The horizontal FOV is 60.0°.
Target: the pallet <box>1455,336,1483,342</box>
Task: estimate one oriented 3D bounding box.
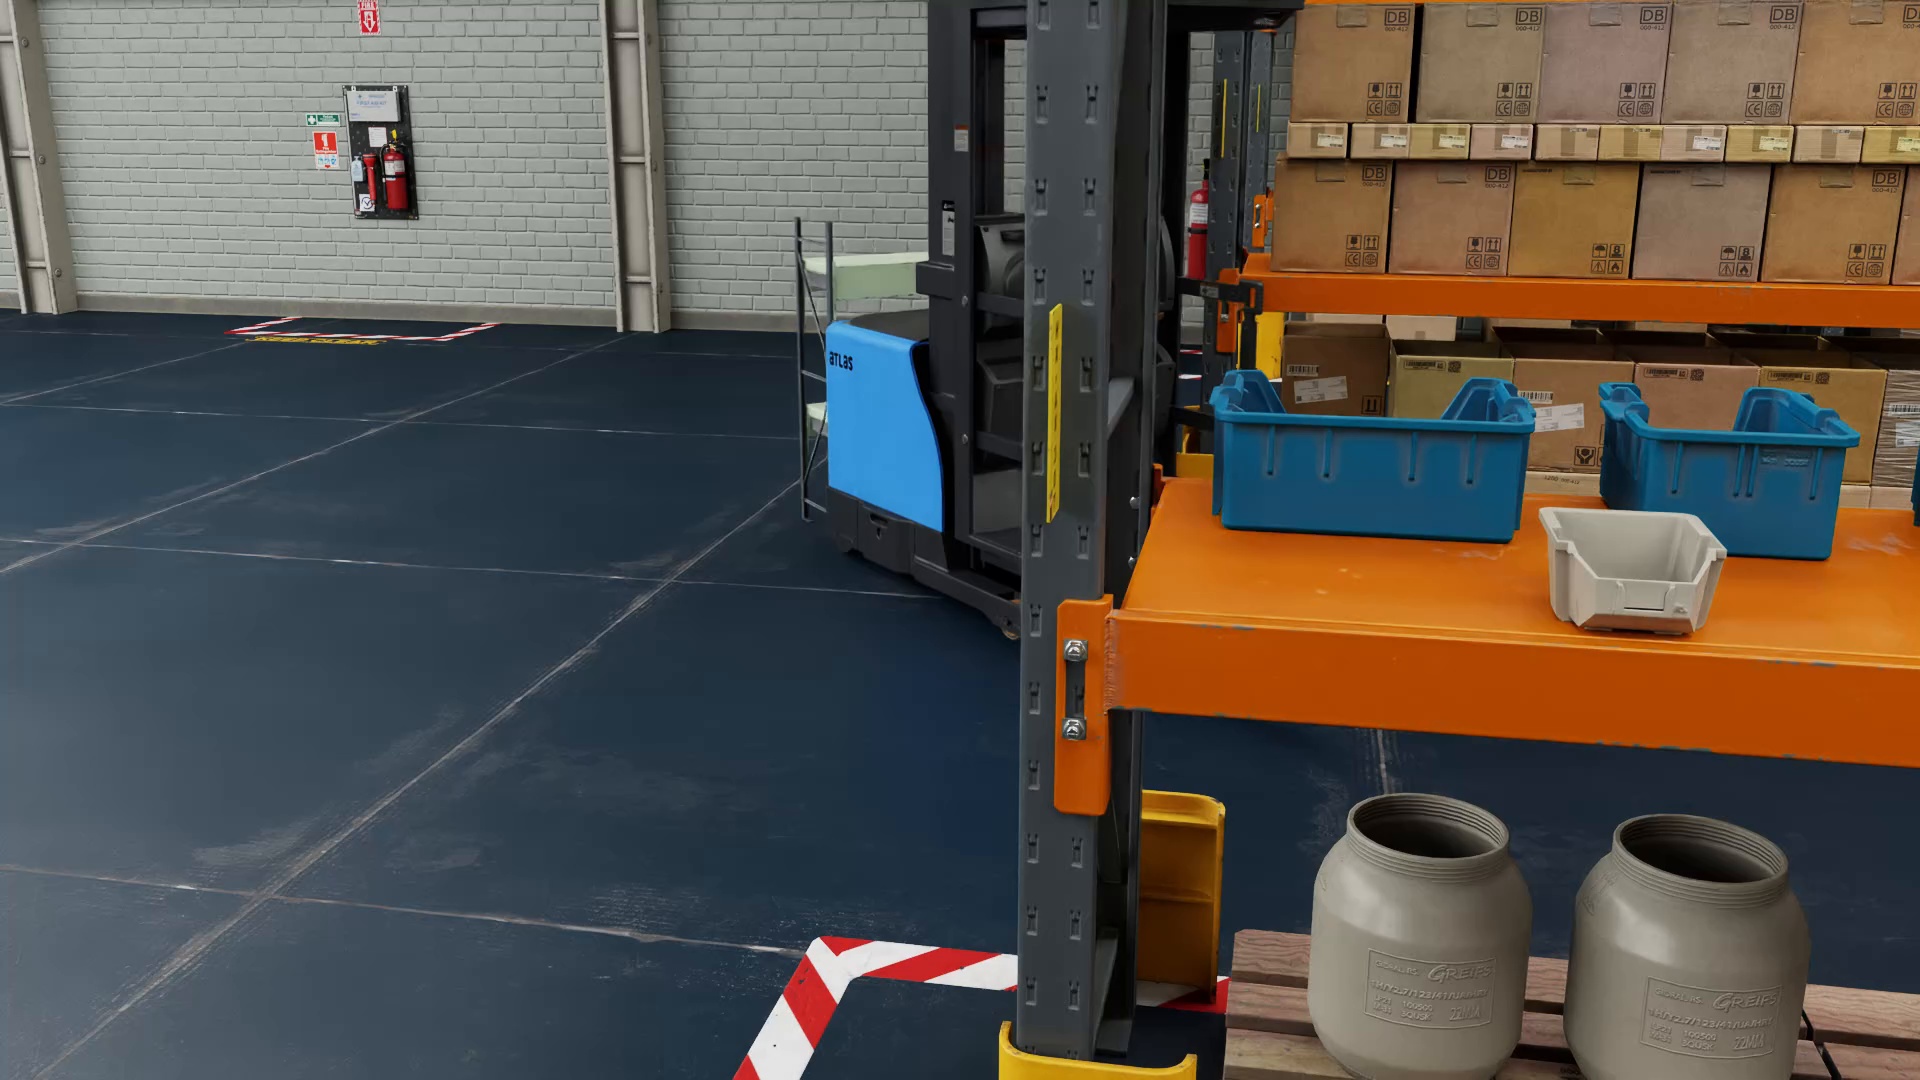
[{"bbox_3d":[4.289,-1.330,12.400,1.213,0.211,1.003,3,16,11],"label":"pallet"}]

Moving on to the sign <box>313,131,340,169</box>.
[{"bbox_3d":[-5.723,-3.520,15.012,0.234,0.329,0.001,3,16,11],"label":"sign"}]

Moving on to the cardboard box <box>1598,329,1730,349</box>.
[{"bbox_3d":[3.307,-0.712,7.902,0.500,0.500,0.500,3,16,11],"label":"cardboard box"}]

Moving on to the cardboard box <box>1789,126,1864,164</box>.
[{"bbox_3d":[3.616,-1.675,7.016,0.250,0.149,0.380,4,16,13],"label":"cardboard box"}]

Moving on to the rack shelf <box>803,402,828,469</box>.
[{"bbox_3d":[-0.370,-0.515,8.264,0.720,0.370,0.431,-8,18,-28],"label":"rack shelf"}]

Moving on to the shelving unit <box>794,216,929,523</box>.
[{"bbox_3d":[-0.370,-0.829,8.177,0.755,1.500,0.431,-8,18,-28],"label":"shelving unit"}]

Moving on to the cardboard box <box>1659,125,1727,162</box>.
[{"bbox_3d":[3.097,-1.702,7.114,0.250,0.149,0.380,3,16,12],"label":"cardboard box"}]

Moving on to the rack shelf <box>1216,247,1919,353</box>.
[{"bbox_3d":[3.210,-1.047,7.501,4.000,0.370,1.077,3,16,11],"label":"rack shelf"}]

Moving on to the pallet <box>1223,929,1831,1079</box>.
[{"bbox_3d":[1.138,1.176,3.353,1.213,0.211,1.003,3,16,11],"label":"pallet"}]

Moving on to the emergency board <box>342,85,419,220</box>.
[{"bbox_3d":[-5.202,-3.446,14.813,0.643,1.169,0.194,3,16,11],"label":"emergency board"}]

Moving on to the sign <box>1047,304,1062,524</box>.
[{"bbox_3d":[0.145,-0.194,2.556,0.005,0.325,0.100,3,16,11],"label":"sign"}]

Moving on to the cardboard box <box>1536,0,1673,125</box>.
[{"bbox_3d":[2.767,-2.089,7.299,0.500,0.500,0.700,3,16,11],"label":"cardboard box"}]

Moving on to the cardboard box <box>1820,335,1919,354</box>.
[{"bbox_3d":[4.286,-0.657,7.705,0.500,0.500,0.500,3,16,11],"label":"cardboard box"}]

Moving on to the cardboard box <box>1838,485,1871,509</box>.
[{"bbox_3d":[3.691,-0.184,7.402,0.500,0.250,0.500,3,16,11],"label":"cardboard box"}]

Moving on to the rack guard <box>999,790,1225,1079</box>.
[{"bbox_3d":[0.343,0.992,3.475,0.348,0.500,1.175,3,16,11],"label":"rack guard"}]

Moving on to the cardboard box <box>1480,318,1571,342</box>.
[{"bbox_3d":[4.161,-1.661,12.227,0.500,0.500,0.700,2,16,8],"label":"cardboard box"}]

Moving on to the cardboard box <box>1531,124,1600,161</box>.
[{"bbox_3d":[2.603,-1.729,7.213,0.250,0.149,0.380,3,16,9],"label":"cardboard box"}]

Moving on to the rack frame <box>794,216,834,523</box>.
[{"bbox_3d":[-0.691,-0.783,8.008,0.023,1.500,0.400,-8,18,-28],"label":"rack frame"}]

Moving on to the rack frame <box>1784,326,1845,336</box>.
[{"bbox_3d":[6.153,-2.583,11.700,0.127,3.000,1.000,3,16,11],"label":"rack frame"}]

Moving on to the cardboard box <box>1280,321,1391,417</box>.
[{"bbox_3d":[1.835,-0.788,8.178,0.500,0.500,0.500,3,16,11],"label":"cardboard box"}]

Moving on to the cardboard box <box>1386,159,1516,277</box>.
[{"bbox_3d":[2.220,-1.494,7.577,0.500,0.500,0.700,4,16,13],"label":"cardboard box"}]

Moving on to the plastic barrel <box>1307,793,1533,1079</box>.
[{"bbox_3d":[0.919,0.807,3.334,0.421,0.512,0.421,0,15,0],"label":"plastic barrel"}]

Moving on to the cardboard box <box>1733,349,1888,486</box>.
[{"bbox_3d":[3.693,-0.549,7.314,0.500,0.500,0.500,3,16,11],"label":"cardboard box"}]

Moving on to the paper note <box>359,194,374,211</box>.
[{"bbox_3d":[-5.362,-3.049,15.030,0.142,0.148,0.016,3,16,11],"label":"paper note"}]

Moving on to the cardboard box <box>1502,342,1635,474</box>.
[{"bbox_3d":[2.714,-0.603,7.509,0.500,0.500,0.500,3,16,11],"label":"cardboard box"}]

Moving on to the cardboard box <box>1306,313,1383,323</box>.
[{"bbox_3d":[2.893,-1.652,12.550,0.500,0.311,0.500,1,16,5],"label":"cardboard box"}]

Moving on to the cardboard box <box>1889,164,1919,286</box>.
[{"bbox_3d":[4.215,-1.384,7.182,0.500,0.500,0.700,3,16,11],"label":"cardboard box"}]

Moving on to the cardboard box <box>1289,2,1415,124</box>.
[{"bbox_3d":[1.757,-2.143,7.490,0.500,0.500,0.700,3,16,11],"label":"cardboard box"}]

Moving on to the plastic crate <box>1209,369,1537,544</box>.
[{"bbox_3d":[0.809,-0.185,3.318,0.616,0.251,0.499,3,16,11],"label":"plastic crate"}]

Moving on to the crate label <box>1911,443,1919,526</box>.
[{"bbox_3d":[2.117,-0.195,3.009,0.616,0.435,0.502,3,16,11],"label":"crate label"}]

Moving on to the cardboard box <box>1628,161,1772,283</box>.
[{"bbox_3d":[3.222,-1.439,7.379,0.500,0.500,0.700,4,16,13],"label":"cardboard box"}]

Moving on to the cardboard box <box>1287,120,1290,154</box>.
[{"bbox_3d":[1.662,-1.891,7.795,0.250,0.149,0.380,3,16,10],"label":"cardboard box"}]

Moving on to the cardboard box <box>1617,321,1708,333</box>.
[{"bbox_3d":[5.128,-1.636,12.136,0.500,0.500,0.500,2,16,7],"label":"cardboard box"}]

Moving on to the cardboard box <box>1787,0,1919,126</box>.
[{"bbox_3d":[3.747,-2.036,7.106,0.500,0.500,0.700,3,16,11],"label":"cardboard box"}]

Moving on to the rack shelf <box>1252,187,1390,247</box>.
[{"bbox_3d":[4.193,-2.343,12.180,4.000,0.370,1.077,3,16,11],"label":"rack shelf"}]

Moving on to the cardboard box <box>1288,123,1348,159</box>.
[{"bbox_3d":[1.591,-1.784,7.410,0.250,0.149,0.380,3,16,11],"label":"cardboard box"}]

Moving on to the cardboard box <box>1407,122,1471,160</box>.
[{"bbox_3d":[2.095,-1.757,7.313,0.250,0.149,0.380,3,16,11],"label":"cardboard box"}]

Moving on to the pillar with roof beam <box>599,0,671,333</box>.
[{"bbox_3d":[-3.646,-5.069,9.436,0.400,9.000,9.100,3,16,11],"label":"pillar with roof beam"}]

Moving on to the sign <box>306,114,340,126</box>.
[{"bbox_3d":[-5.721,-3.772,14.932,0.331,0.109,0.001,3,16,11],"label":"sign"}]

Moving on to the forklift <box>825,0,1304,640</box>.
[{"bbox_3d":[0.599,-1.118,6.537,1.130,2.935,3.031,-10,18,-32],"label":"forklift"}]

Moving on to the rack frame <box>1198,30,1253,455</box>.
[{"bbox_3d":[1.250,-1.500,7.789,0.127,3.000,1.000,3,16,11],"label":"rack frame"}]
